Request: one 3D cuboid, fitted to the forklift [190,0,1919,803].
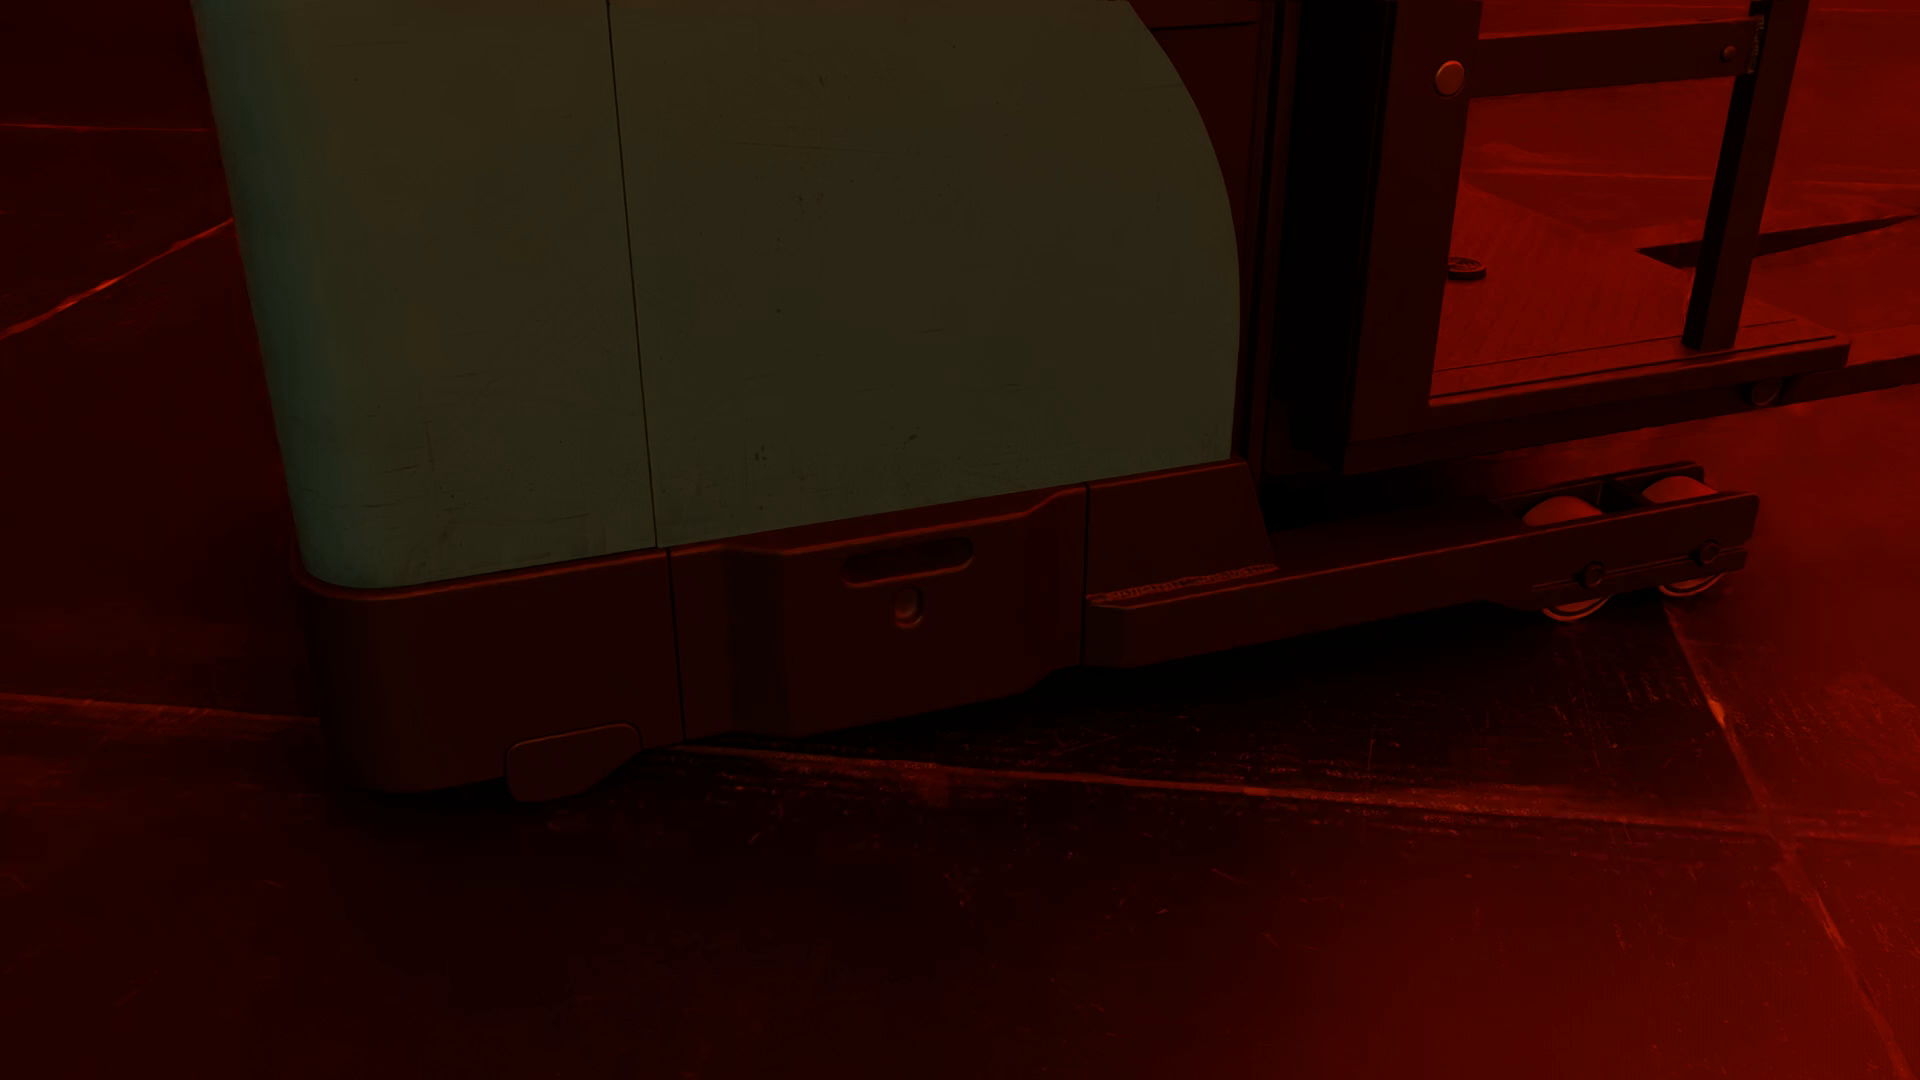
[{"bbox_3d":[0.574,-1.413,2.049,3.031,2.935,1.130,-9,28,-18],"label":"forklift"}]
